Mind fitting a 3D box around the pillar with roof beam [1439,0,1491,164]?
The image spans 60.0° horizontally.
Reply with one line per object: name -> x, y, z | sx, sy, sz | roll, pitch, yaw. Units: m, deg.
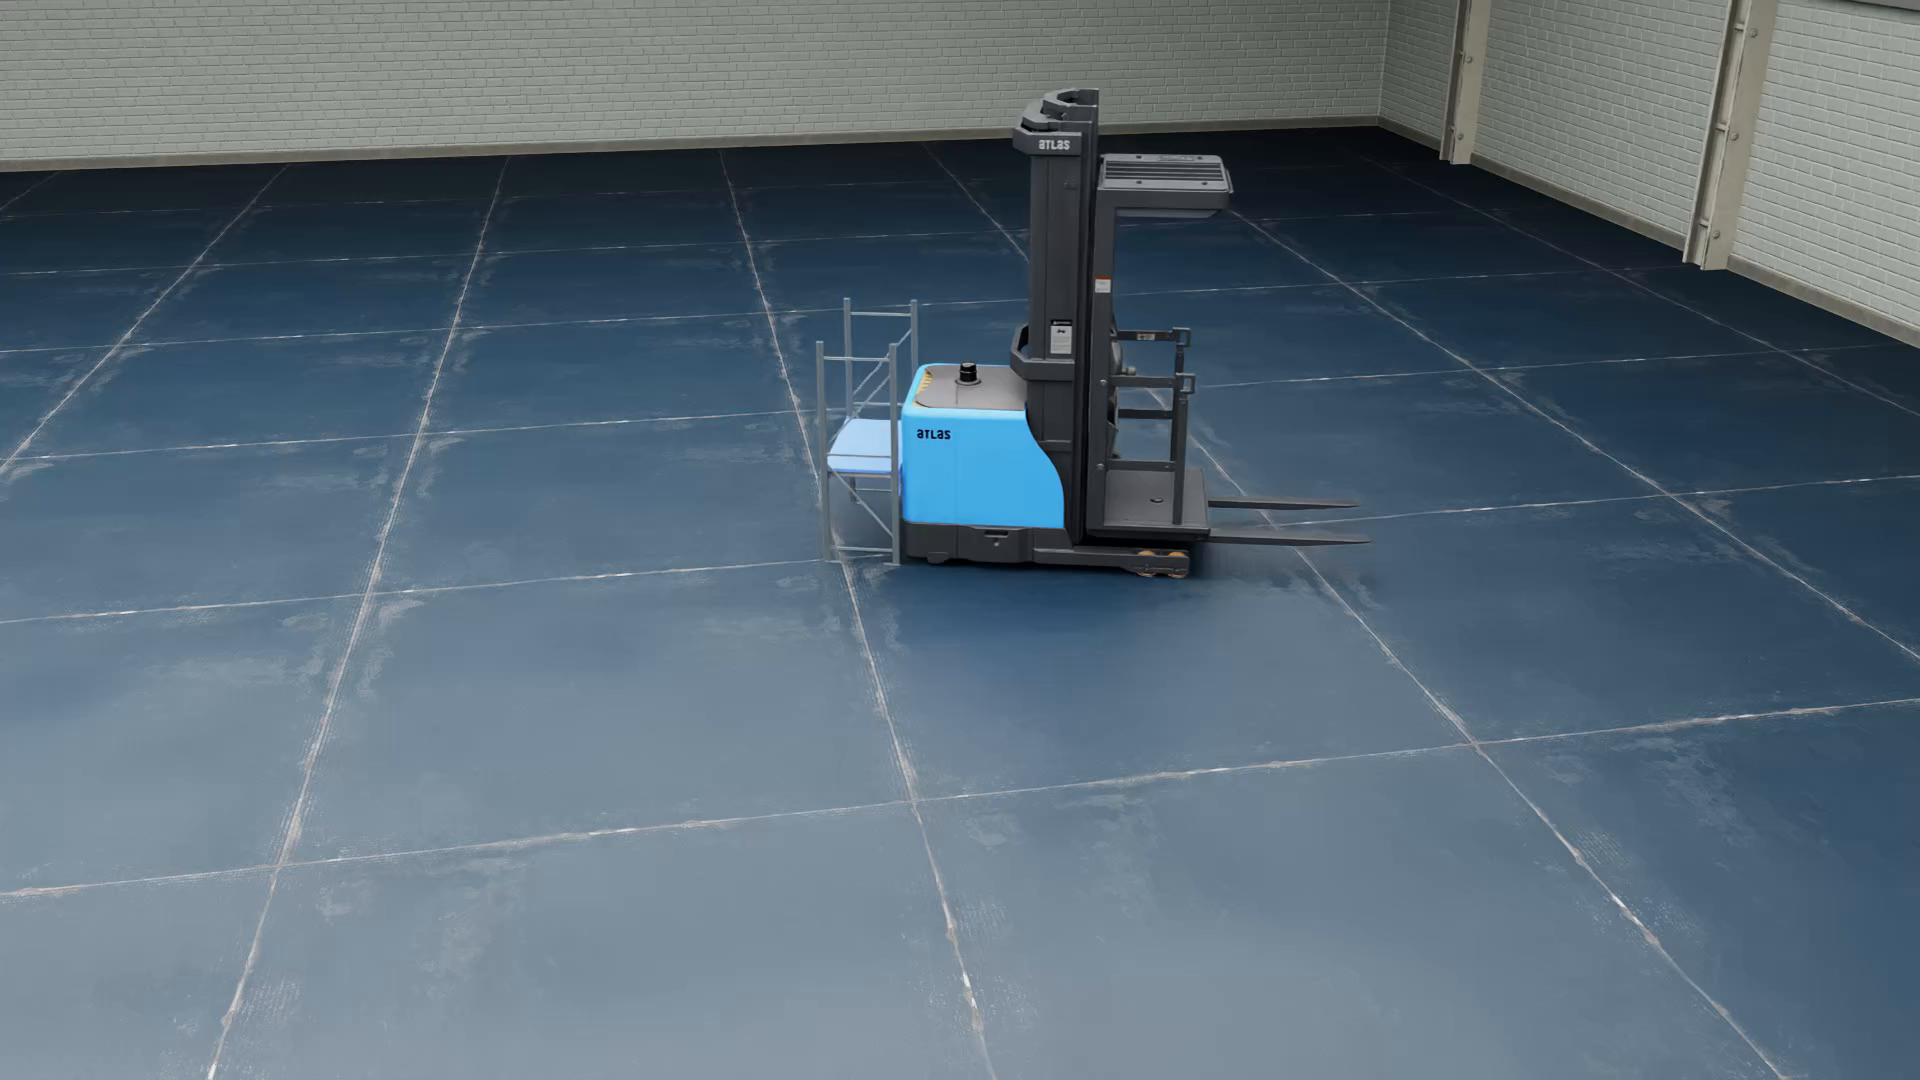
pillar with roof beam -> 2.773, -9.159, 20.978 | 9.100, 9.000, 0.400 | -4, 24, -10

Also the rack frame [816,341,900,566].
rack frame -> -0.643, -0.533, 10.597 | 0.500, 1.500, 0.032 | 2, 24, 6

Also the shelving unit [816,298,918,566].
shelving unit -> -0.590, -0.735, 11.060 | 0.538, 1.500, 1.048 | 2, 24, 6

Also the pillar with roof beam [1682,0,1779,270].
pillar with roof beam -> 3.883, -6.799, 15.575 | 9.100, 9.000, 0.400 | -4, 24, -10

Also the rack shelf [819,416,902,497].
rack shelf -> -0.590, -0.571, 11.132 | 0.538, 0.185, 1.000 | 2, 24, 6

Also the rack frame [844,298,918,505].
rack frame -> -0.537, -0.938, 11.523 | 0.500, 1.500, 0.032 | 2, 24, 6

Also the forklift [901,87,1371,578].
forklift -> 1.163, -1.321, 10.614 | 3.031, 2.935, 1.130 | 2, 24, 5
